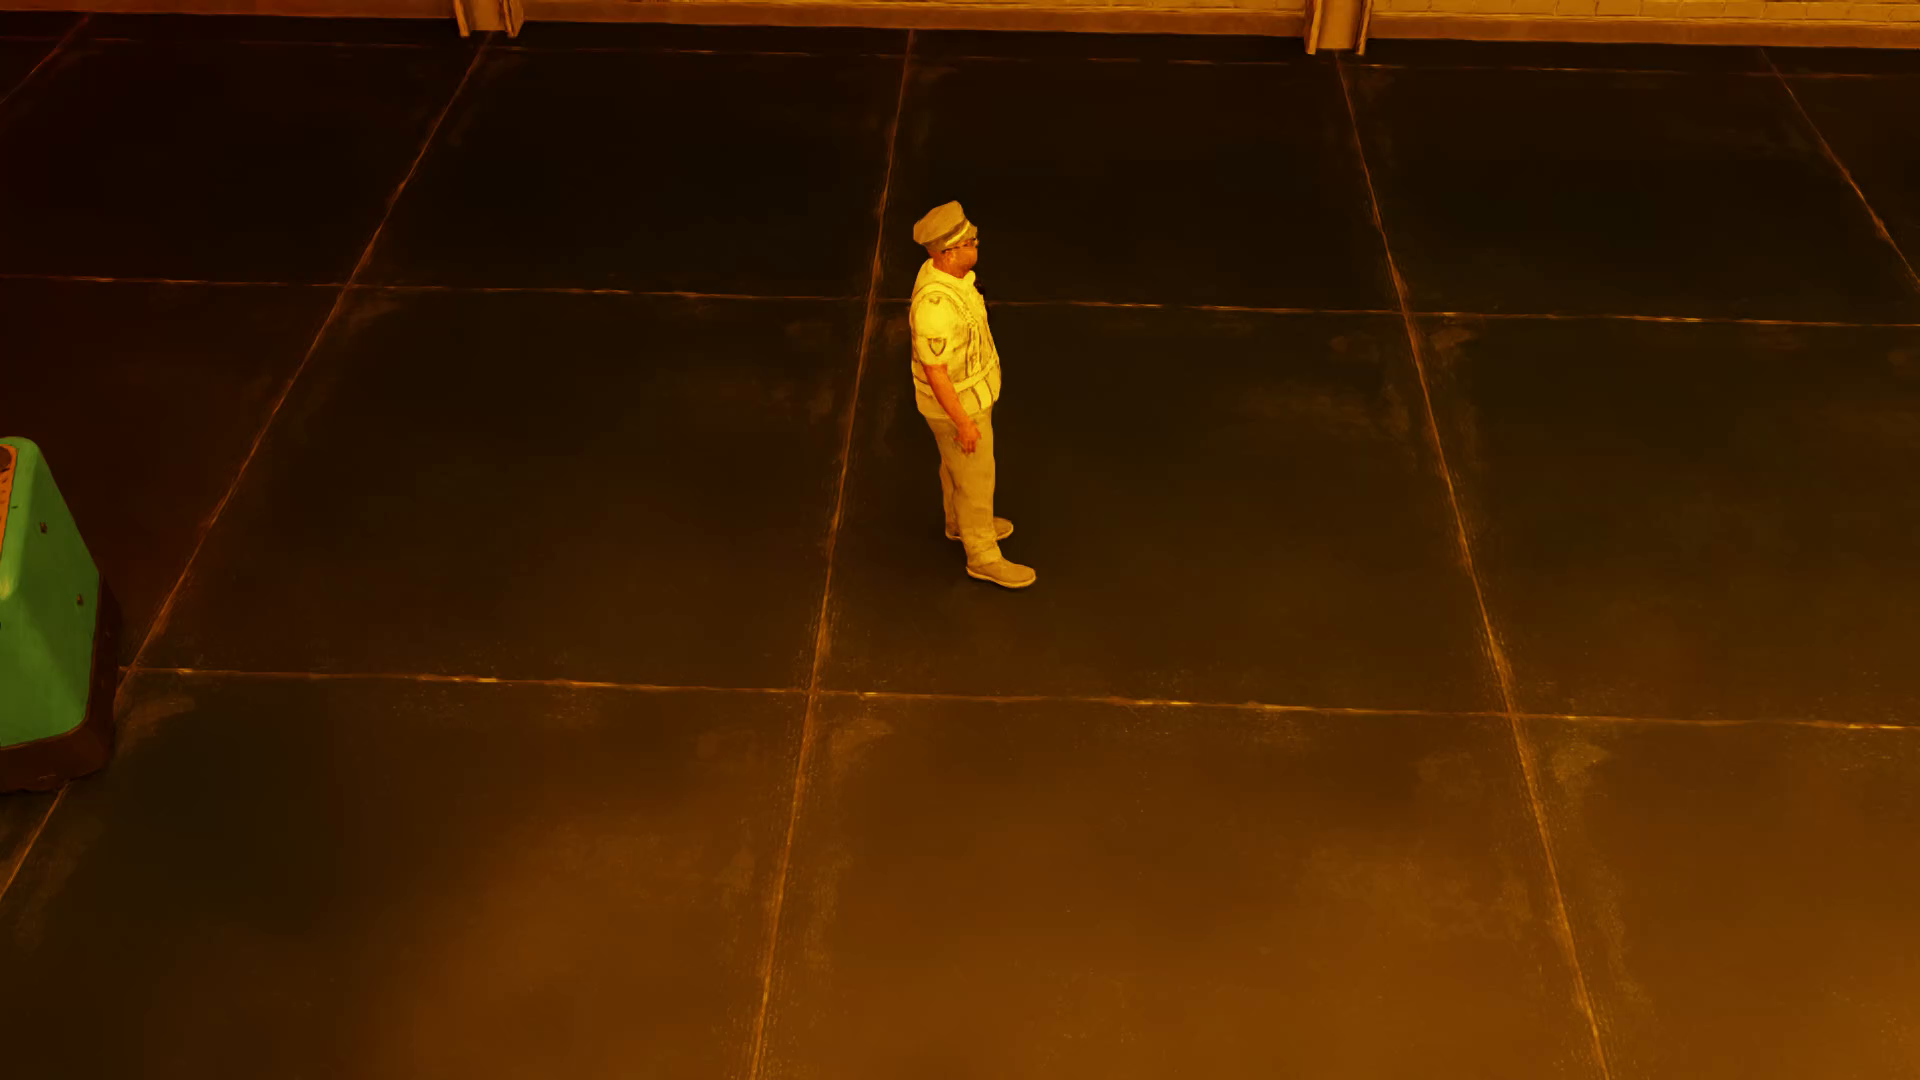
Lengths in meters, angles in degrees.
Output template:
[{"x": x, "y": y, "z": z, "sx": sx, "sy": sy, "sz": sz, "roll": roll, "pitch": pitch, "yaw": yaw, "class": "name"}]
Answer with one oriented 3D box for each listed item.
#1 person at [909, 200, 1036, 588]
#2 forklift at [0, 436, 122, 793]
[{"x": 0.077, "y": -0.653, "z": 7.300, "sx": 0.574, "sy": 1.778, "sz": 0.640, "roll": 2, "pitch": 42, "yaw": 2, "class": "person"}, {"x": -5.075, "y": -0.124, "z": 5.878, "sx": 3.031, "sy": 2.935, "sz": 1.130, "roll": -12, "pitch": 44, "yaw": -13, "class": "forklift"}]
